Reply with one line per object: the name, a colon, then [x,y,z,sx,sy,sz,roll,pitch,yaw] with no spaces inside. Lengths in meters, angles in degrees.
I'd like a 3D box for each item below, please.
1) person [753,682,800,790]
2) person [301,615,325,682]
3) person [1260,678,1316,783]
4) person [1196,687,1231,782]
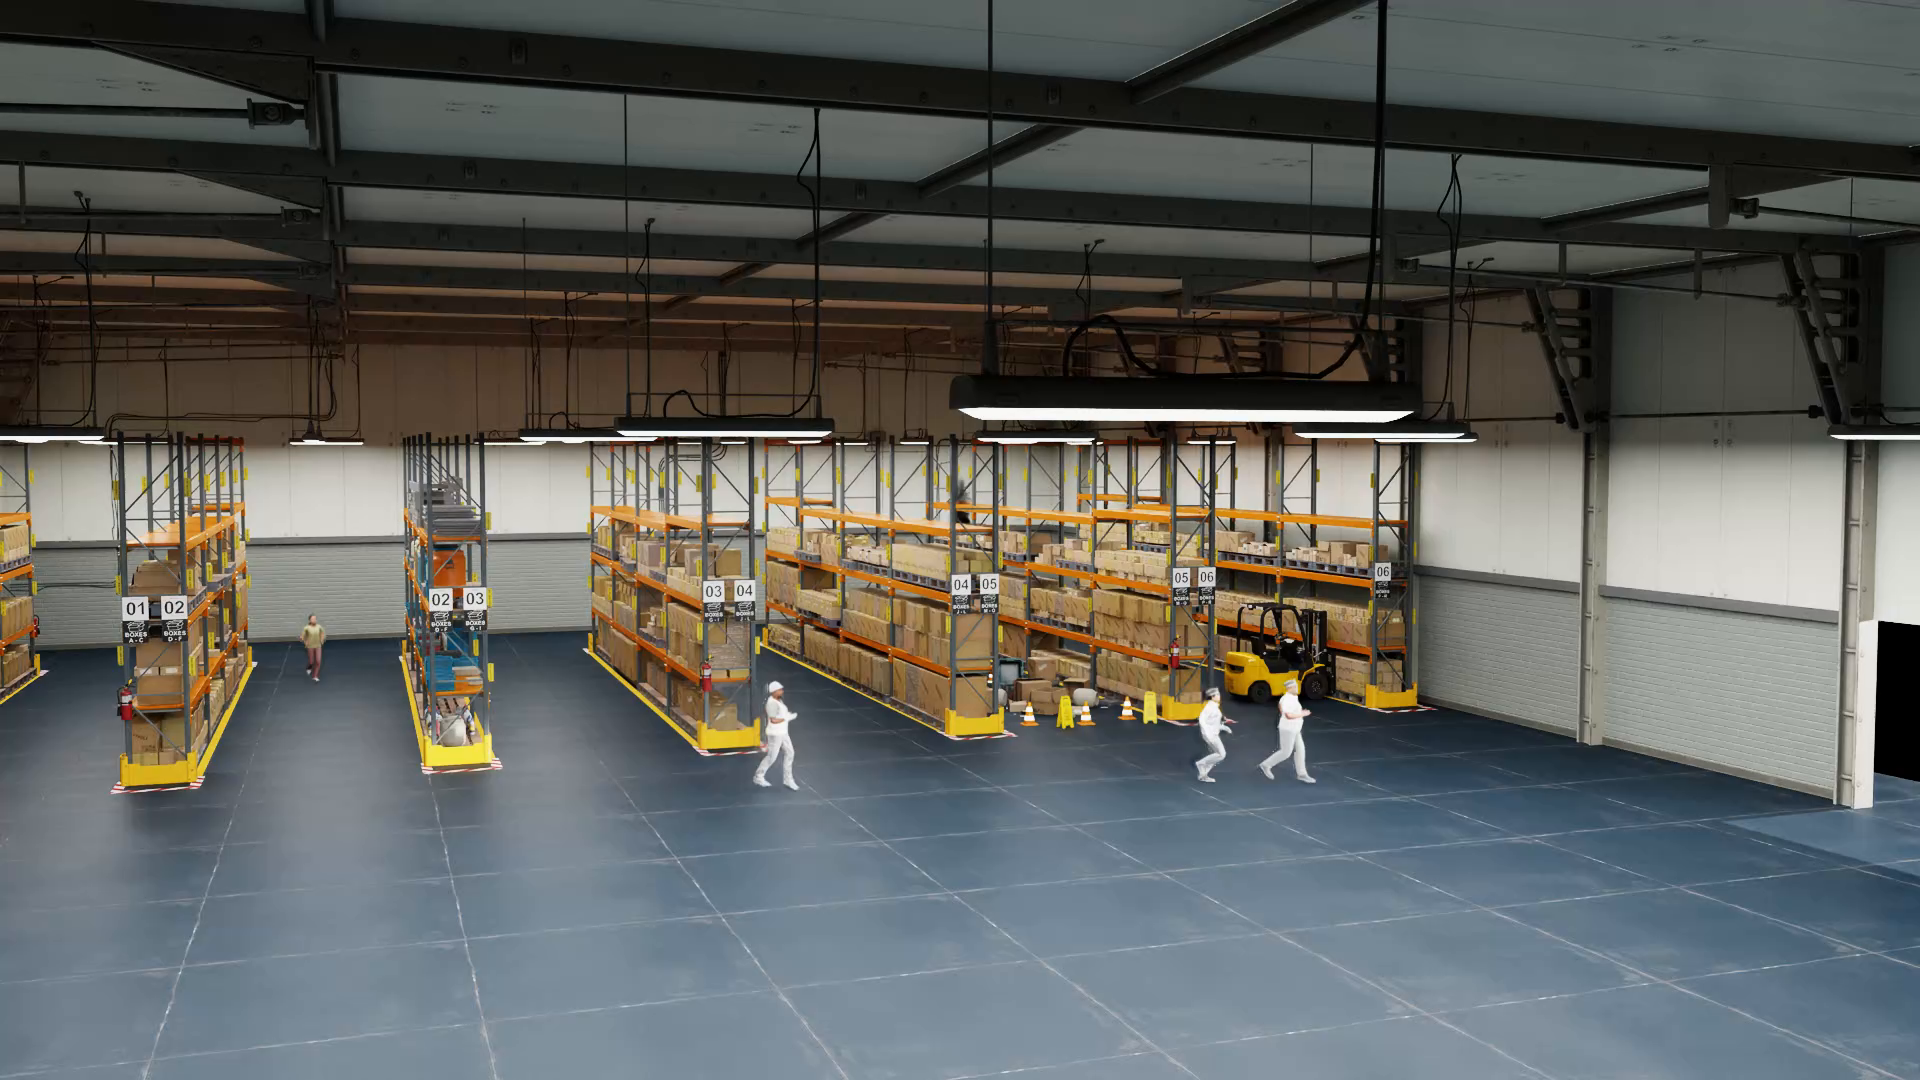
person: [-3.076,3.279,27.777,0.775,1.835,0.664,1,3,10]
person: [-15.893,2.650,40.889,0.579,1.633,0.731,-2,4,-35]
person: [5.608,3.237,28.392,0.950,1.774,0.682,1,3,22]
person: [4.342,3.323,28.441,0.575,1.640,0.603,1,3,17]
